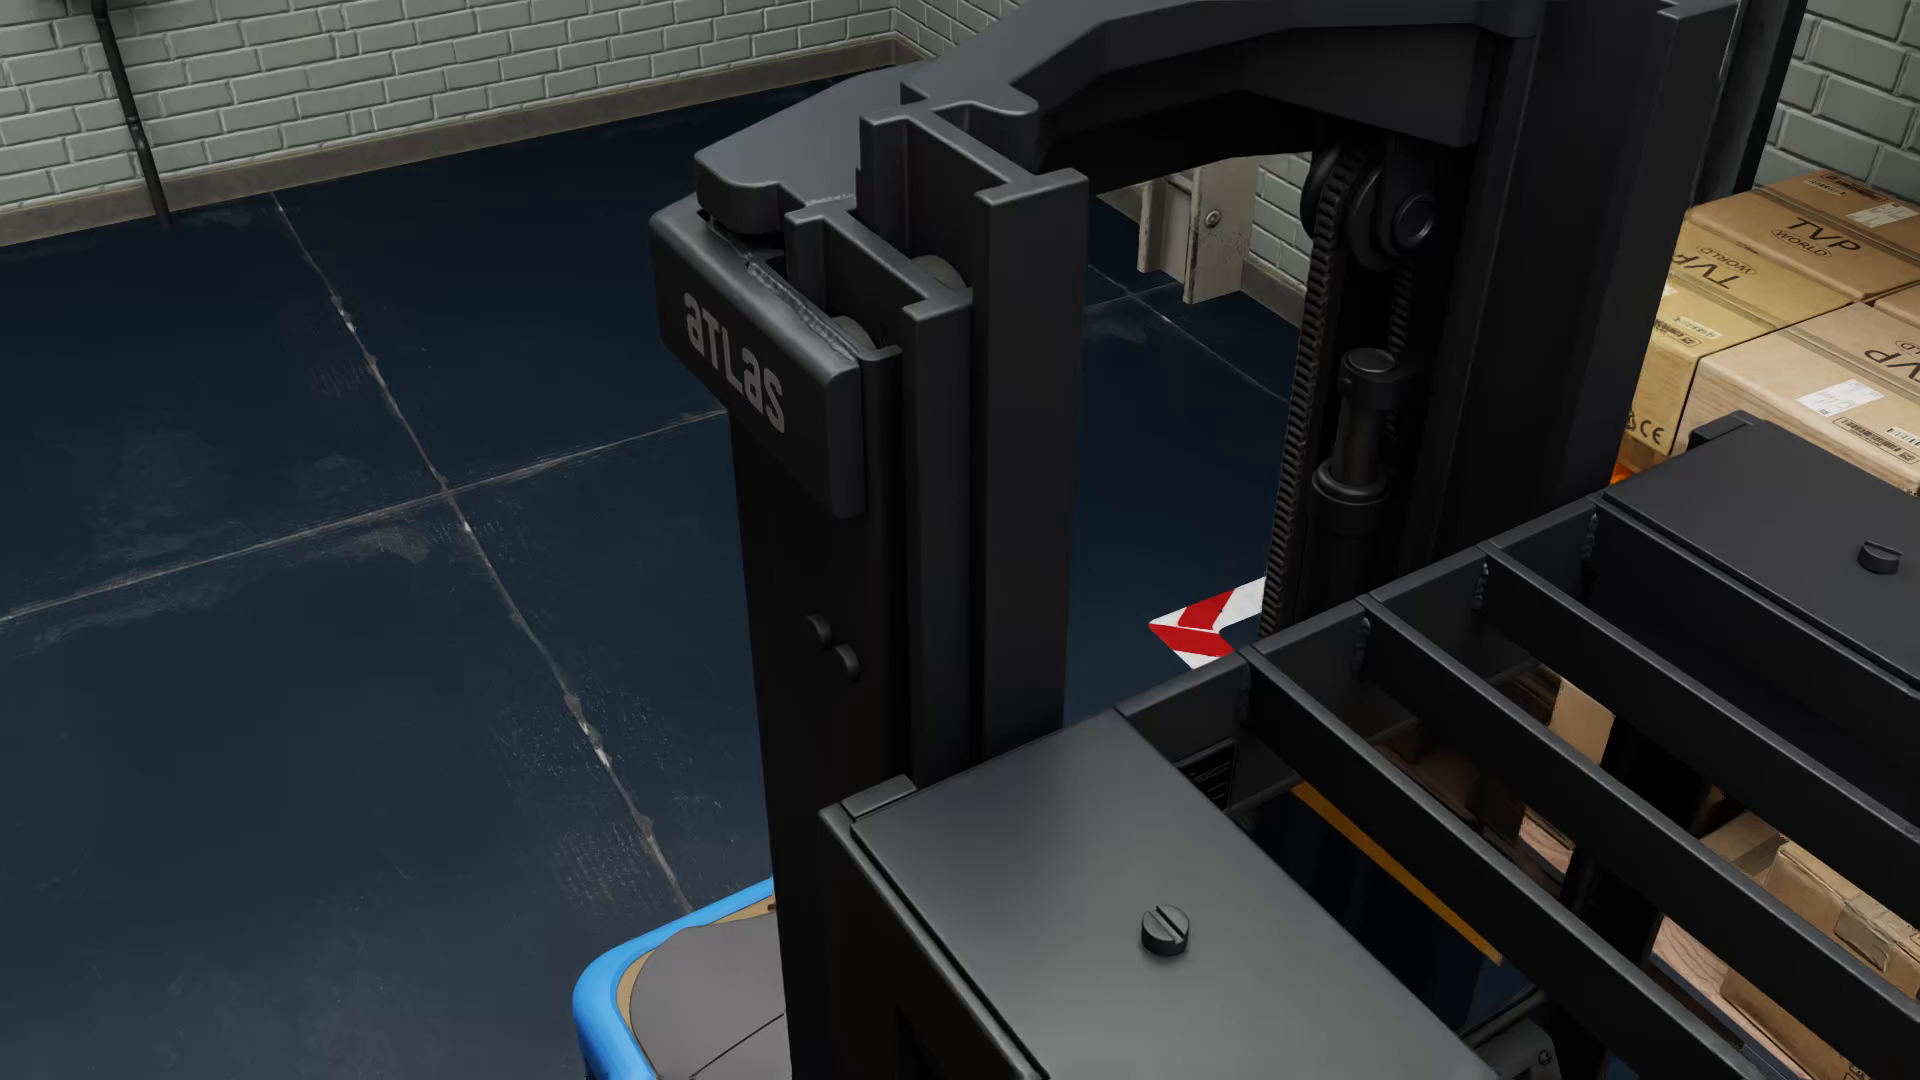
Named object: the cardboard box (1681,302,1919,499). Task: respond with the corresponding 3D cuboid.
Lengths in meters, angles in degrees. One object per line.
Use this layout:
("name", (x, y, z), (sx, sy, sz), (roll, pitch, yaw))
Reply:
("cardboard box", (1.841, -0.216, 3.377), (0.500, 0.250, 0.500), (-18, 40, -23))

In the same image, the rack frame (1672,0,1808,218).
("rack frame", (1.593, -0.725, 4.199), (1.000, 3.000, 0.127), (-19, 40, -24))

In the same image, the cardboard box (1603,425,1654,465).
("cardboard box", (1.688, -0.258, 3.773), (0.380, 0.149, 0.250), (-18, 40, -23))

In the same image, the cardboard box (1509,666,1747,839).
("cardboard box", (1.818, 0.454, 4.346), (0.797, 0.503, 0.637), (-21, 41, -26))

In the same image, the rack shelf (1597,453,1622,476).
("rack shelf", (2.597, 0.586, 3.015), (1.077, 0.370, 4.000), (-19, 40, -24))

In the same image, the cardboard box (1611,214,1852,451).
("cardboard box", (1.588, -0.473, 3.729), (0.500, 0.250, 0.500), (-19, 40, -24))

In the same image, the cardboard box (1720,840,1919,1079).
("cardboard box", (2.214, 0.903, 3.734), (0.700, 0.500, 0.500), (-17, 40, -22))

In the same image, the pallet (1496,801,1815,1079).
("pallet", (2.032, 0.847, 4.412), (1.003, 0.211, 1.213), (-19, 40, -24))

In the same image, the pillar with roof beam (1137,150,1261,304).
("pillar with roof beam", (-2.705, -3.514, 2.931), (9.100, 9.000, 0.400), (-19, 40, -24))

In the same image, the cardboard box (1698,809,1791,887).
("cardboard box", (1.998, 0.825, 4.138), (0.380, 0.149, 0.250), (-21, 41, -26))

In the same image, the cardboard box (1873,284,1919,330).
("cardboard box", (2.311, -0.365, 3.581), (0.500, 0.250, 0.500), (-19, 40, -24))

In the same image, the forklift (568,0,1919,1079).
("forklift", (0.505, 1.006, 1.887), (1.130, 2.935, 3.031), (-20, 41, -25))

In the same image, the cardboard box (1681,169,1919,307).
("cardboard box", (2.053, -0.628, 3.942), (0.500, 0.250, 0.500), (-18, 40, -23))

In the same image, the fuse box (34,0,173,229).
("fuse box", (-3.661, -2.148, 7.241), (0.539, 1.711, 0.414), (-19, 40, -24))
